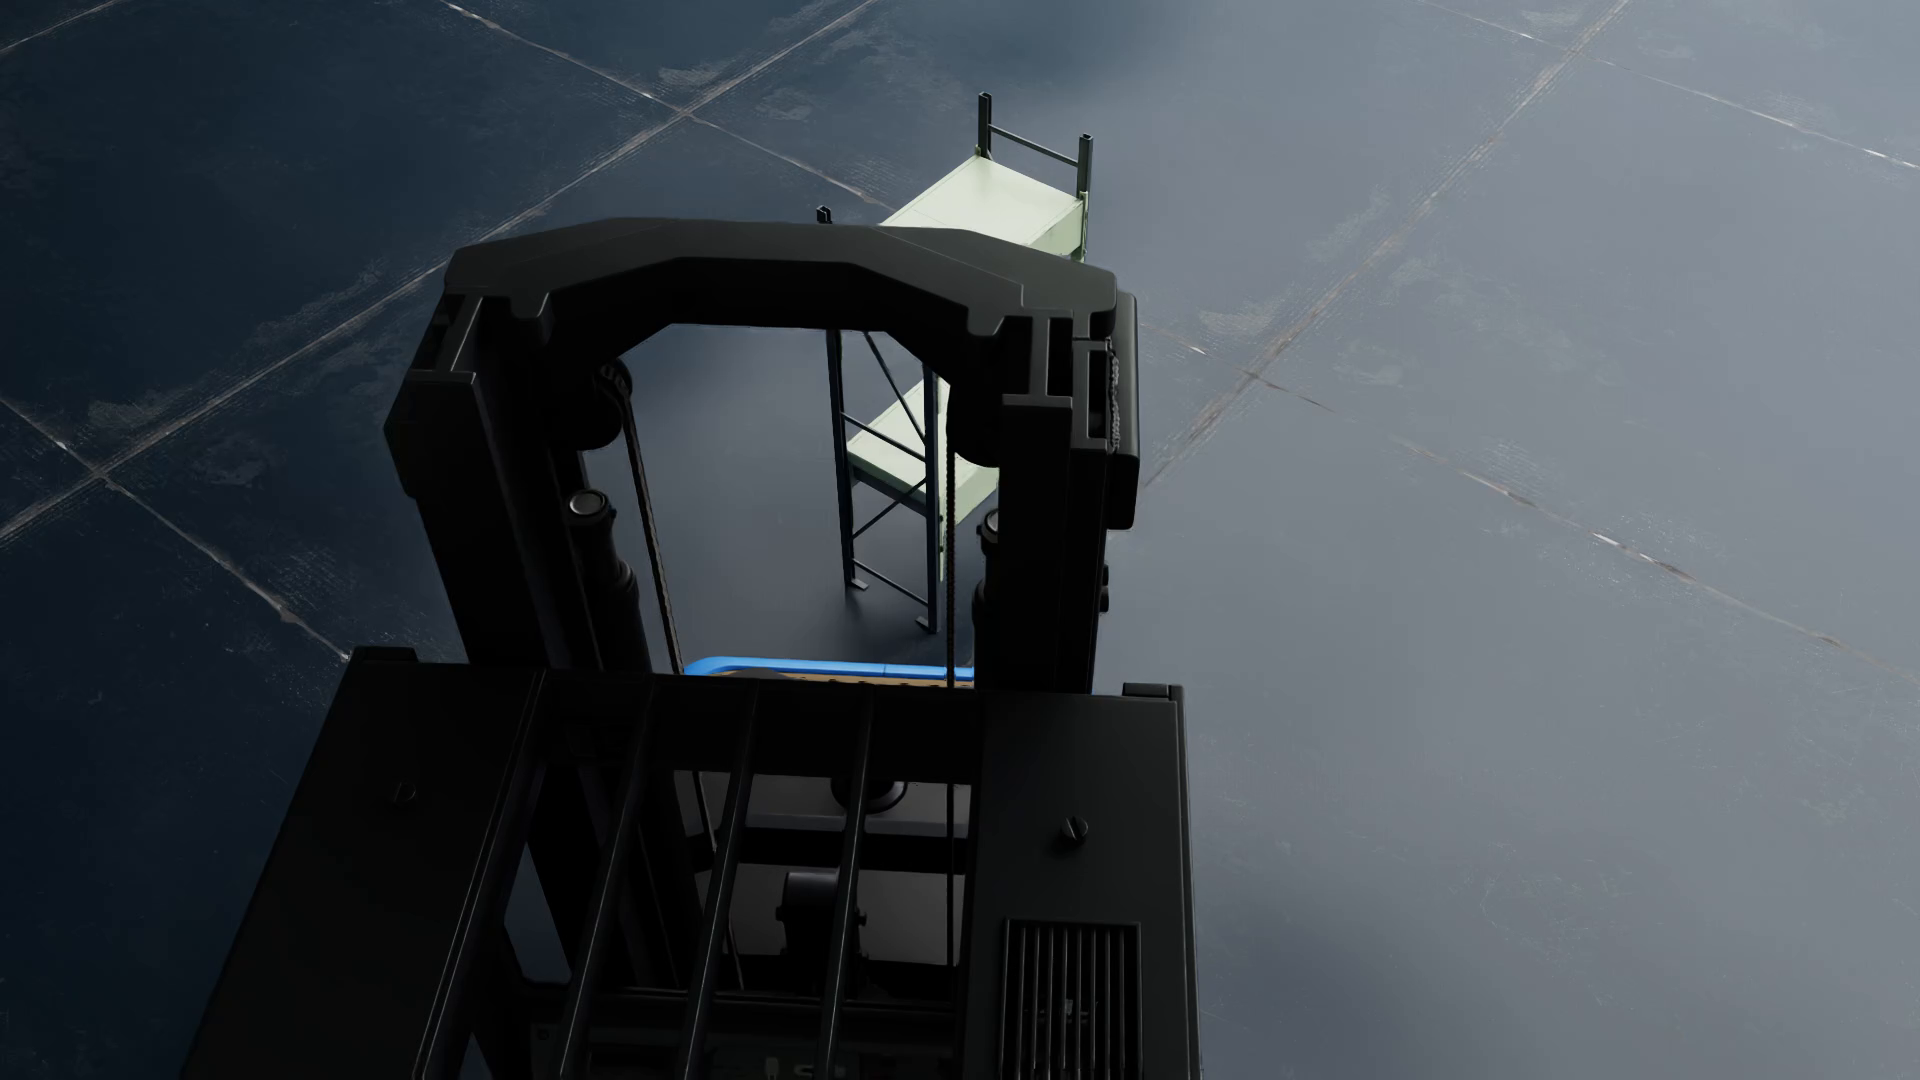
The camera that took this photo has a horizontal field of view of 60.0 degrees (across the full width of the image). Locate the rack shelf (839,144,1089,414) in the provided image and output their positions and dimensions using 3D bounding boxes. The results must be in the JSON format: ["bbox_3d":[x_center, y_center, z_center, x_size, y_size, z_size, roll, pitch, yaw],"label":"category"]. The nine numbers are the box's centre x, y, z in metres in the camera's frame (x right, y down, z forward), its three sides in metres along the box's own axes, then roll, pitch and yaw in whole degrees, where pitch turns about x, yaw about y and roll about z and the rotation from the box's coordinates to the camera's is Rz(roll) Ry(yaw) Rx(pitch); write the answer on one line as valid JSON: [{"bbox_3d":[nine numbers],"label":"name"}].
[{"bbox_3d":[-0.004,-0.784,4.922,0.431,0.370,0.720,29,53,25],"label":"rack shelf"}]

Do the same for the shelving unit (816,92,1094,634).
[{"bbox_3d":[-0.004,-0.514,5.204,0.431,1.500,0.755,29,53,25],"label":"shelving unit"}]

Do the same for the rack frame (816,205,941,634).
[{"bbox_3d":[-0.228,-0.305,5.004,0.400,1.500,0.023,29,53,25],"label":"rack frame"}]

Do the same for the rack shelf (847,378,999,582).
[{"bbox_3d":[-0.004,-0.289,5.440,0.431,0.370,0.720,29,53,25],"label":"rack shelf"}]

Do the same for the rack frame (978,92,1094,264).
[{"bbox_3d":[0.220,-0.724,5.404,0.400,1.500,0.023,29,53,25],"label":"rack frame"}]

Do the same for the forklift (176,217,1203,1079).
[{"bbox_3d":[-0.271,1.092,2.680,1.130,2.935,3.031,3,46,2],"label":"forklift"}]
